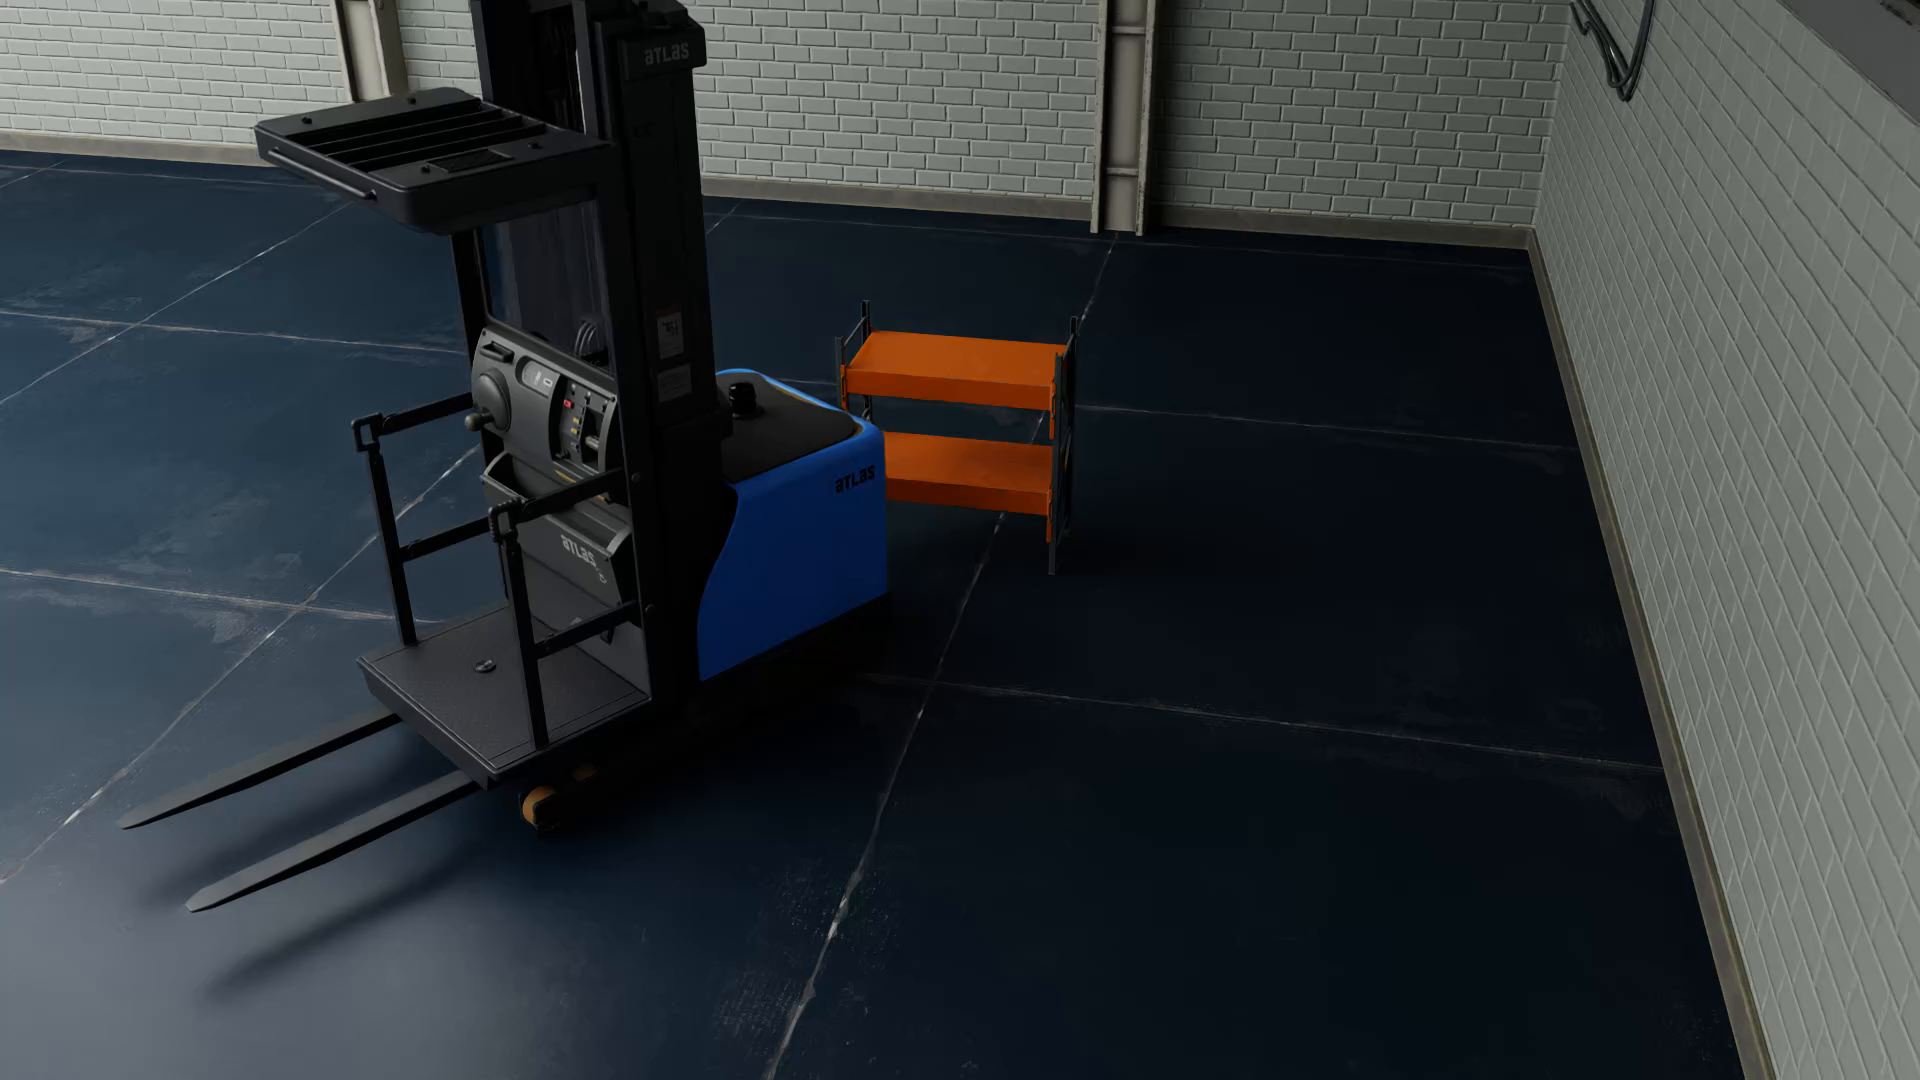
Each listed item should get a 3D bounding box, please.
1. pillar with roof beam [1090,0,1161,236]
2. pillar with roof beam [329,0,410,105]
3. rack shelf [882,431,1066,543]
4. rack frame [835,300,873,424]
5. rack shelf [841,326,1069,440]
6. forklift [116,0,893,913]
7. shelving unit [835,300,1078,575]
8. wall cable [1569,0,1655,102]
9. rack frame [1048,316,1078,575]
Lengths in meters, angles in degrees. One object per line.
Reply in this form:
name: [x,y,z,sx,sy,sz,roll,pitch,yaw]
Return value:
pillar with roof beam: [0.305,-4.283,6.703,0.400,9.000,9.100,6,29,11]
pillar with roof beam: [-5.563,-4.885,7.802,0.400,9.000,9.100,6,29,11]
rack shelf: [-0.007,-0.280,8.099,1.000,0.278,0.538,6,29,11]
rack frame: [-0.504,-0.545,8.074,0.032,1.125,0.500,6,29,11]
rack shelf: [-0.007,-0.751,7.841,1.000,0.278,0.538,6,29,11]
forklift: [-1.703,-0.475,6.066,3.031,2.935,1.130,-25,37,-38]
shelving unit: [-0.007,-0.494,7.981,1.048,1.125,0.538,6,29,11]
wall cable: [3.809,-4.027,9.468,0.112,2.526,3.097,6,29,11]
rack frame: [0.491,-0.443,7.888,0.032,1.125,0.500,6,29,11]
